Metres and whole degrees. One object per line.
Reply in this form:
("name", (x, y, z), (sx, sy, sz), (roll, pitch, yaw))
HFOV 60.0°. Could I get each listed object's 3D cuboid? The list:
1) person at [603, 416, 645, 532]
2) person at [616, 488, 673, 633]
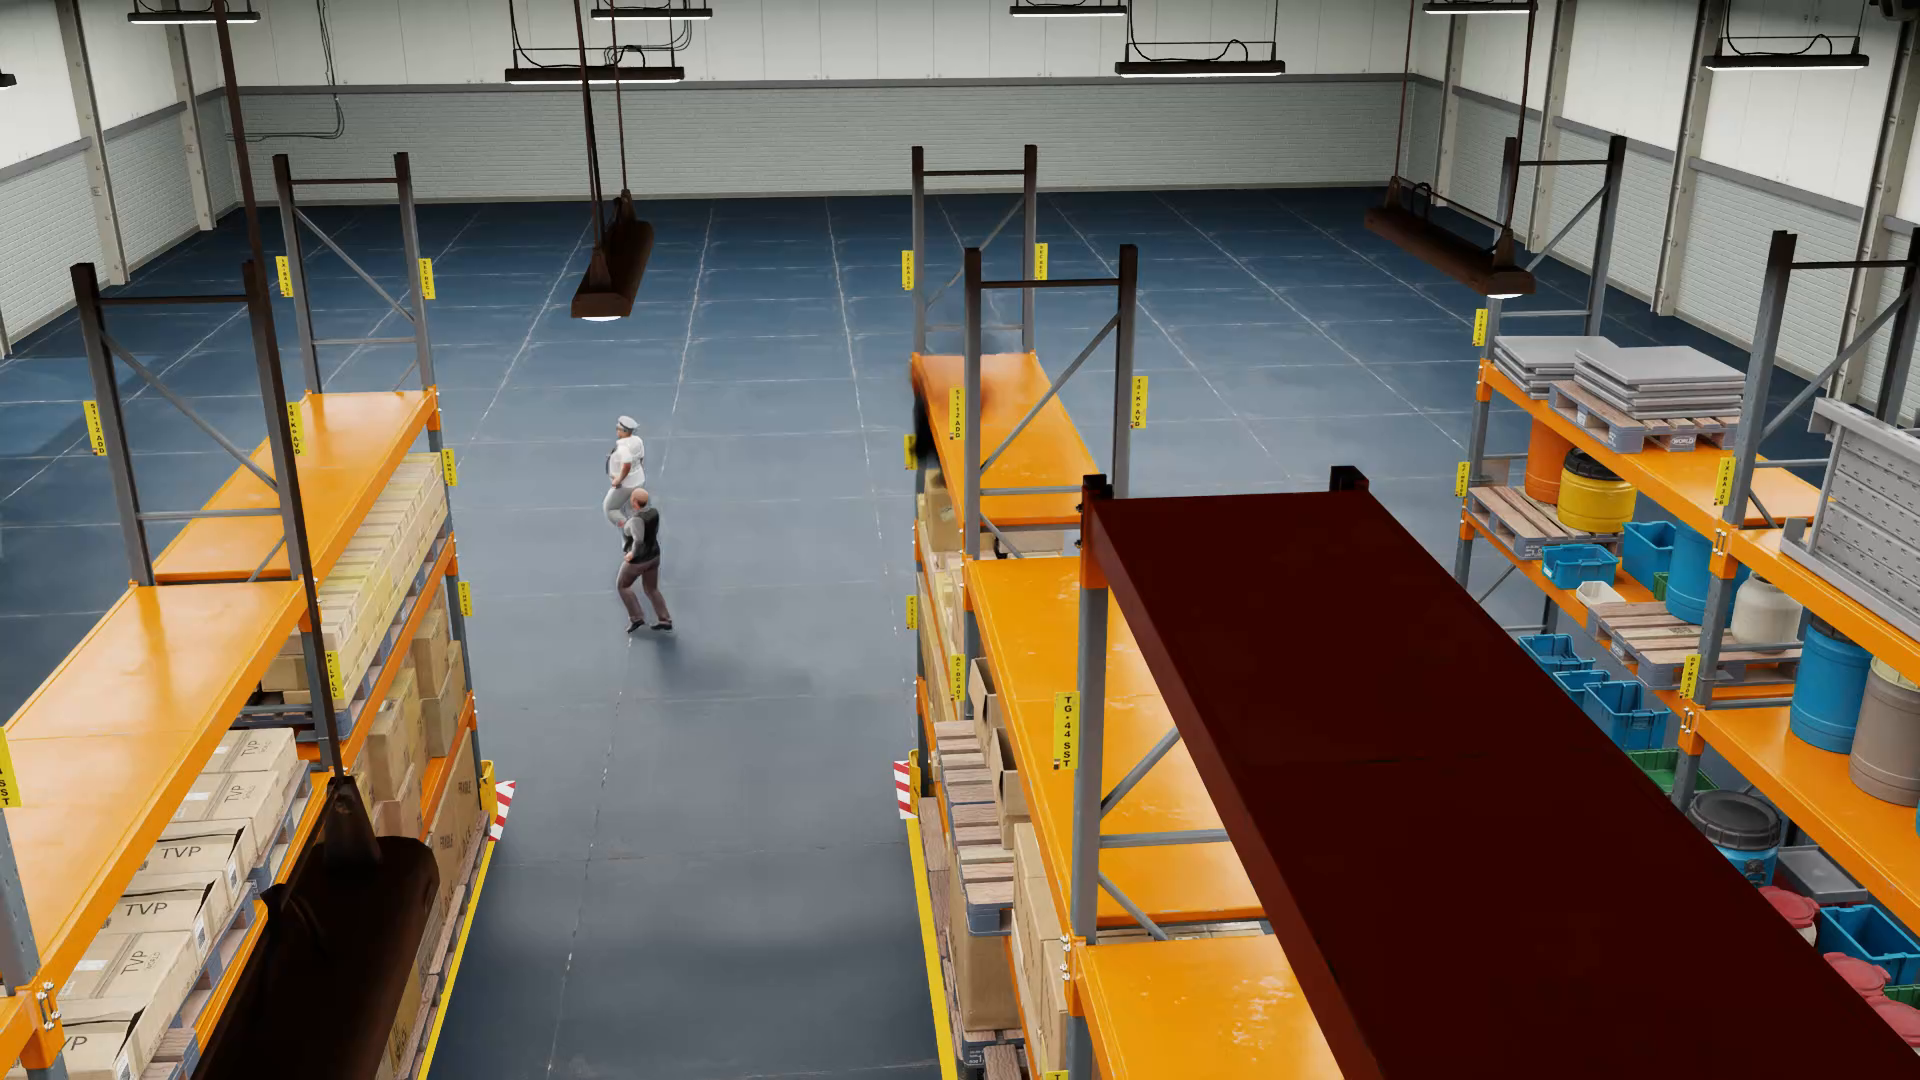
("person", (-4.273, -0.715, 21.083), (0.651, 1.789, 0.645), (9, 23, 22))
("person", (-3.592, 0.250, 18.693), (0.711, 1.763, 0.637), (13, 25, 29))
